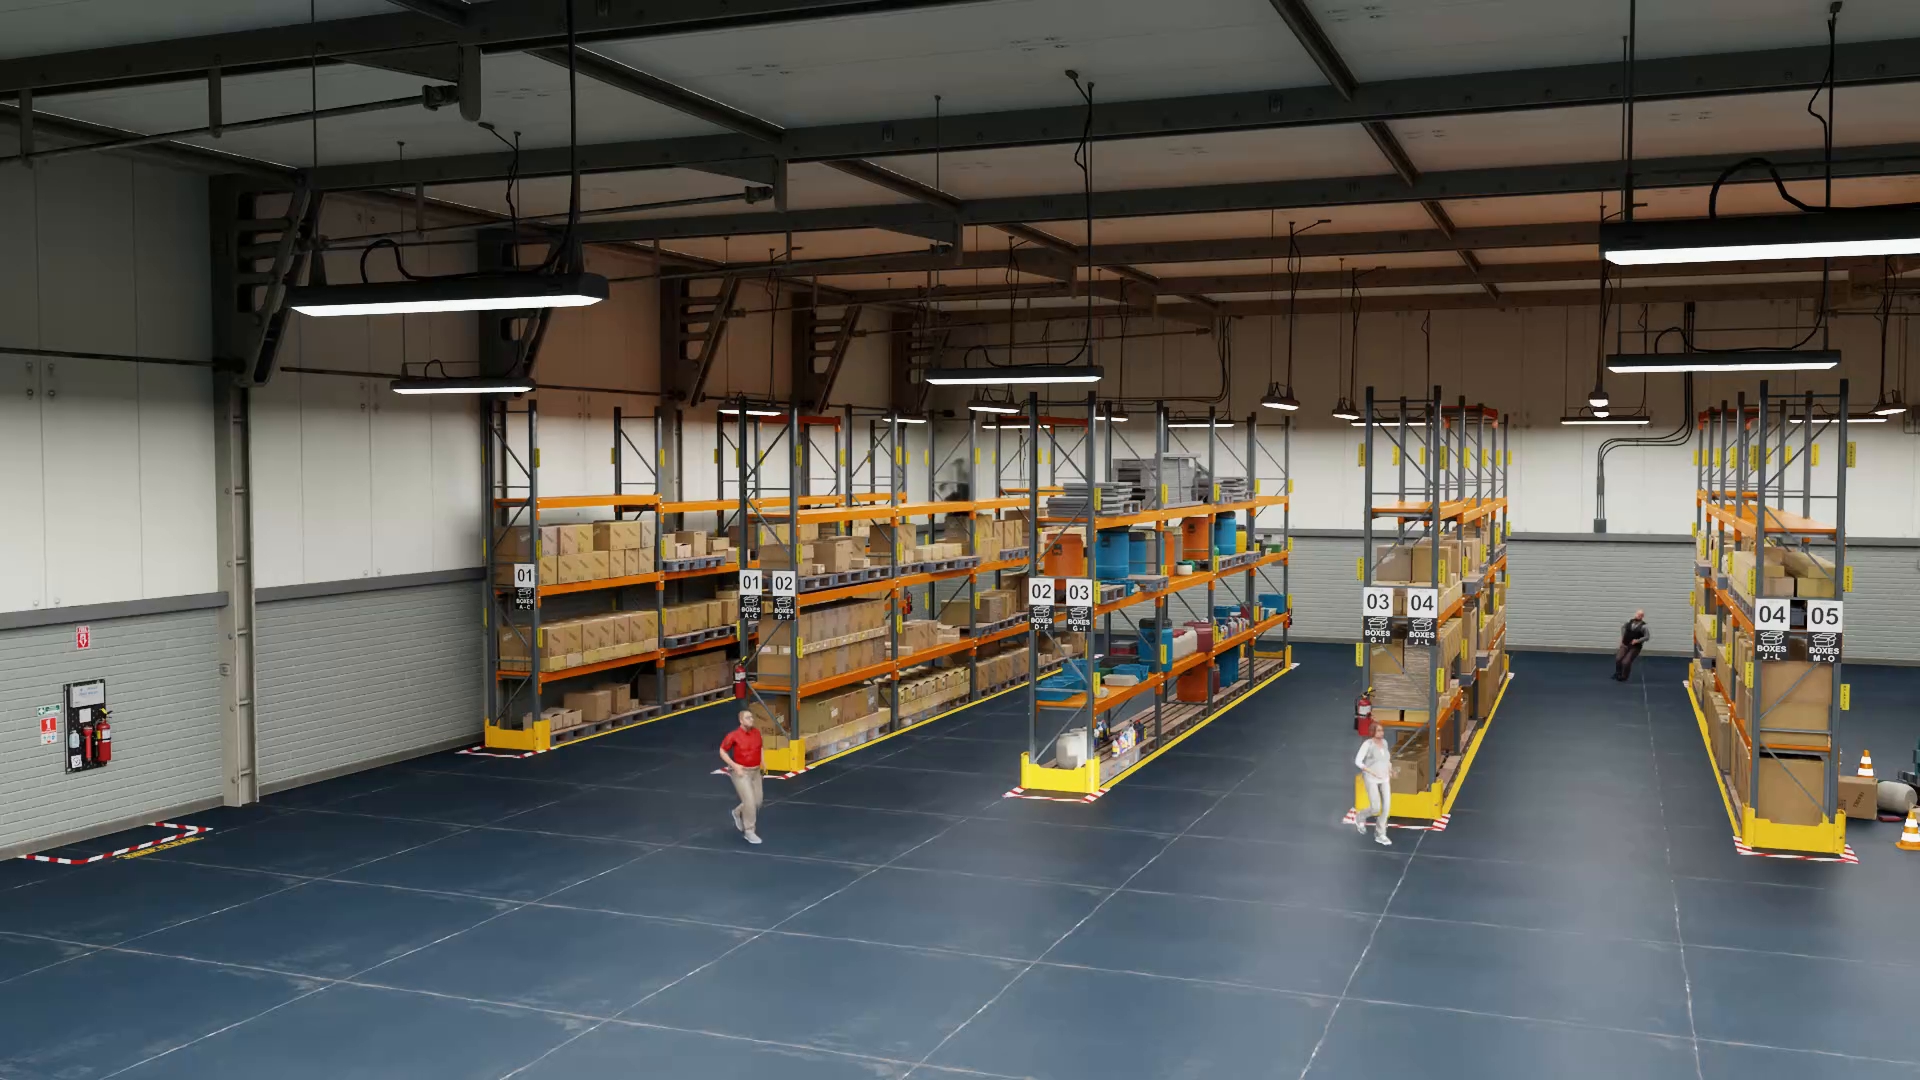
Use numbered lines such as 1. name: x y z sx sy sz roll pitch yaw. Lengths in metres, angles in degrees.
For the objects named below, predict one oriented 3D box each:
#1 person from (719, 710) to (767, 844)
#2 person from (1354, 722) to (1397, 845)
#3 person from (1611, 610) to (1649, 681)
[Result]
1. person: -2.842 3.081 21.809 0.710 1.712 0.672 3 4 43
2. person: 5.412 3.148 21.677 0.547 1.561 0.635 -1 3 -25
3. person: 14.892 2.405 37.002 0.849 1.536 0.579 3 4 43
